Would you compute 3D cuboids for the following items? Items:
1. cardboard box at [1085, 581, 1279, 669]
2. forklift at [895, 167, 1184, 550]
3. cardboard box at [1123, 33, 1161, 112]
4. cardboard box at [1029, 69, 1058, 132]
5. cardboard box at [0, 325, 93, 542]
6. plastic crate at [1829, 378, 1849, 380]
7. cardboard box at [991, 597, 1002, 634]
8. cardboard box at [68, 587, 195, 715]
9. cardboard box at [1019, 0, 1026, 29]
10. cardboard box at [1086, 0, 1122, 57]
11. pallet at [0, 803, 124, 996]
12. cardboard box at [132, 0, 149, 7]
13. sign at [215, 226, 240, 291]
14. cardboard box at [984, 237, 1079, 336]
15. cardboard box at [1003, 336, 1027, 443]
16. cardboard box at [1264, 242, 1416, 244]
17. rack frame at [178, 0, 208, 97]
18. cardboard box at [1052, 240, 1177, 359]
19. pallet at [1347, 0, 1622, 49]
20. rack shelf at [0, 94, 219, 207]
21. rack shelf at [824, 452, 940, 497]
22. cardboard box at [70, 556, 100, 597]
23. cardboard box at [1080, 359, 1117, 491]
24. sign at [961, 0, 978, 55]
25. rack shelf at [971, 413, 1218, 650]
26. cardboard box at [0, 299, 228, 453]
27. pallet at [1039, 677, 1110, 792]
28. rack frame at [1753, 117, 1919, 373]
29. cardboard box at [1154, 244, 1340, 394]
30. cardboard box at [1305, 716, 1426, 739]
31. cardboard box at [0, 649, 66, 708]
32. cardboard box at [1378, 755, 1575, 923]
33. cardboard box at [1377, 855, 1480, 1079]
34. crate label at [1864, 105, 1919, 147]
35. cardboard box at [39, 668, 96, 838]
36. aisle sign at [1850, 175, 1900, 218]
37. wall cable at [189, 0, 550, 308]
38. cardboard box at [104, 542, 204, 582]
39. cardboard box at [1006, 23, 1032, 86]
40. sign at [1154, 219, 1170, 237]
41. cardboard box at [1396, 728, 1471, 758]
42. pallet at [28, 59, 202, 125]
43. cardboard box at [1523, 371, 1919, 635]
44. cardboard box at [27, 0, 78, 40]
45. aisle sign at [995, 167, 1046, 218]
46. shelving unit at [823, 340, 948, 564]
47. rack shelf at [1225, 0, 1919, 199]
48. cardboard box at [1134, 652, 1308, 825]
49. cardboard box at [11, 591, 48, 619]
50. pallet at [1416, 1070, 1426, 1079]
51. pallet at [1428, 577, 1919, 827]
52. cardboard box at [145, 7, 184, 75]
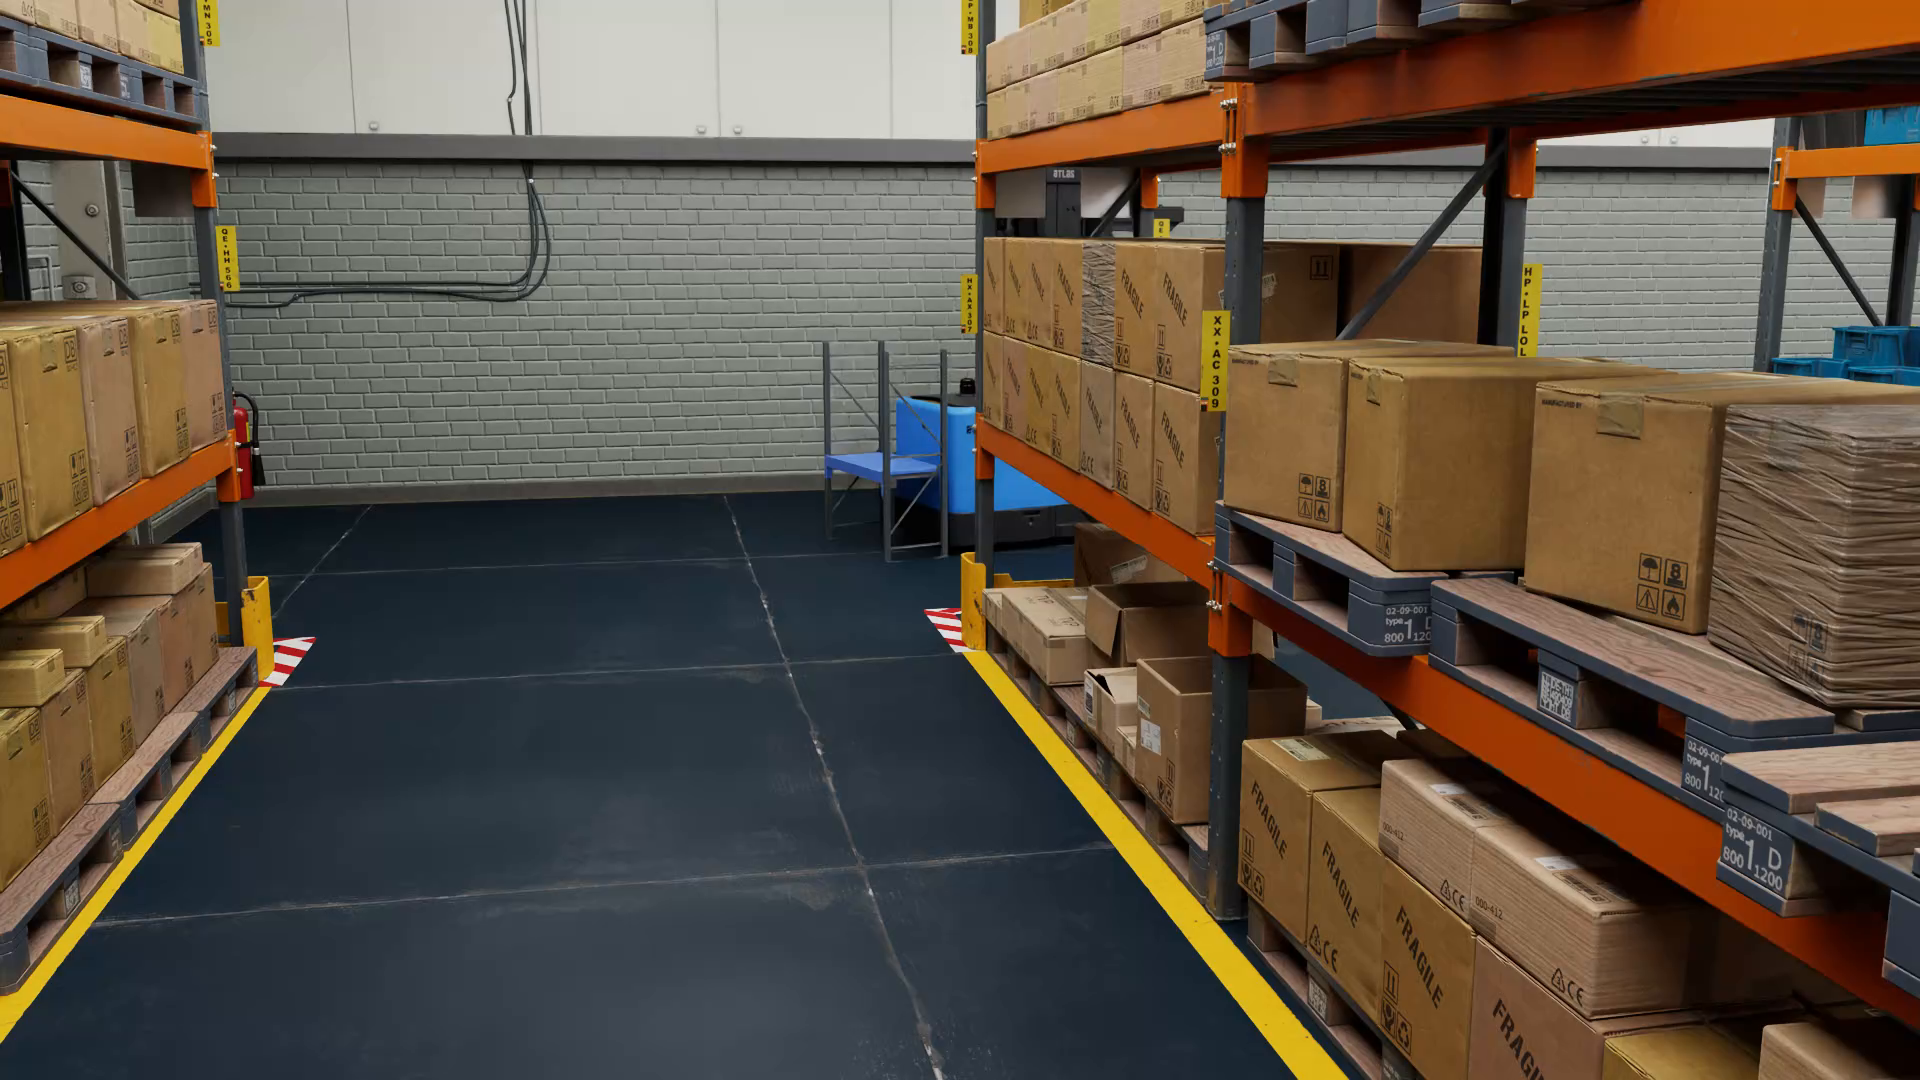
[{"bbox_3d":[0.995,0.487,7.613,0.797,0.503,0.637,-2,11,-11],"label":"cardboard box"},{"bbox_3d":[1.042,-1.534,12.915,3.031,2.935,1.130,-6,12,-27],"label":"forklift"},{"bbox_3d":[0.923,-1.750,6.246,0.500,0.250,0.500,-2,11,-11],"label":"cardboard box"},{"bbox_3d":[0.622,-2.025,7.690,0.500,0.250,0.500,-2,11,-11],"label":"cardboard box"},{"bbox_3d":[-3.719,-0.379,5.863,0.980,0.700,0.700,-2,11,-12],"label":"cardboard box"},{"bbox_3d":[5.154,-0.872,9.802,0.250,0.136,0.298,-2,11,-11],"label":"plastic crate"},{"bbox_3d":[0.381,0.399,8.979,0.380,0.166,0.250,-2,11,-11],"label":"cardboard box"},{"bbox_3d":[-3.939,0.507,7.572,0.700,0.500,0.500,-2,11,-11],"label":"cardboard box"},{"bbox_3d":[0.704,-2.832,8.590,0.700,0.500,0.500,-2,11,-11],"label":"cardboard box"},{"bbox_3d":[0.816,-2.087,6.679,0.500,0.250,0.500,-2,11,-11],"label":"cardboard box"},{"bbox_3d":[-3.564,1.230,5.670,1.003,0.211,1.213,-2,11,-11],"label":"pallet"},{"bbox_3d":[-3.774,-2.538,6.993,0.500,0.500,0.500,-2,11,-9],"label":"cardboard box"},{"bbox_3d":[-3.736,-1.433,8.475,0.100,0.325,0.005,-2,11,-11],"label":"sign"},{"bbox_3d":[0.415,-1.361,8.885,0.500,0.500,0.500,-2,11,-9],"label":"cardboard box"},{"bbox_3d":[0.521,-0.776,8.482,0.500,0.500,0.500,-2,11,-12],"label":"cardboard box"},{"bbox_3d":[1.449,-0.910,6.513,0.500,0.500,0.500,-2,11,-13],"label":"cardboard box"},{"bbox_3d":[-4.271,-3.678,7.955,1.000,3.000,0.127,-2,11,-11],"label":"rack frame"},{"bbox_3d":[0.717,-1.081,7.410,0.500,0.500,0.500,-2,11,-12],"label":"cardboard box"},{"bbox_3d":[1.629,-1.247,3.708,1.213,0.211,1.003,-2,11,-11],"label":"pallet"},{"bbox_3d":[-3.882,-1.484,6.375,1.077,0.370,4.000,-2,11,-11],"label":"rack shelf"},{"bbox_3d":[-0.558,-0.498,12.265,0.538,0.185,1.000,-6,12,-28],"label":"rack shelf"},{"bbox_3d":[-4.157,0.174,7.588,0.380,0.149,0.250,-2,11,-11],"label":"cardboard box"},{"bbox_3d":[0.813,-0.498,7.026,0.500,0.500,0.500,-2,11,-10],"label":"cardboard box"},{"bbox_3d":[0.056,-2.795,9.000,0.100,0.325,0.005,-2,11,-11],"label":"sign"},{"bbox_3d":[0.977,-0.192,7.606,1.077,0.370,4.000,-2,11,-11],"label":"rack shelf"},{"bbox_3d":[-4.162,-0.785,7.998,0.980,0.700,0.700,-2,11,-8],"label":"cardboard box"},{"bbox_3d":[0.992,0.841,7.712,1.003,0.211,1.213,-2,11,-11],"label":"pallet"},{"bbox_3d":[5.447,-1.091,10.408,1.000,3.000,0.127,-2,11,-11],"label":"rack frame"},{"bbox_3d":[1.014,-0.802,5.946,0.500,0.500,0.500,-2,11,-11],"label":"cardboard box"},{"bbox_3d":[1.496,0.842,6.267,0.500,0.311,0.500,-2,11,-11],"label":"cardboard box"},{"bbox_3d":[-3.425,0.495,5.900,0.380,0.149,0.250,-2,11,-9],"label":"cardboard box"},{"bbox_3d":[1.415,0.746,4.257,0.500,0.250,0.500,-2,11,-11],"label":"cardboard box"},{"bbox_3d":[1.425,1.120,4.296,0.500,0.500,0.500,-2,11,-10],"label":"cardboard box"},{"bbox_3d":[5.310,-2.311,9.191,0.408,0.251,0.502,-2,11,-11],"label":"crate label"},{"bbox_3d":[-3.632,0.791,6.081,0.700,0.500,0.500,-2,11,-12],"label":"cardboard box"},{"bbox_3d":[5.721,-2.392,10.291,0.394,0.787,0.004,-2,11,-11],"label":"aisle sign"},{"bbox_3d":[-5.020,-3.203,13.763,3.097,2.526,0.112,-2,11,-11],"label":"wall cable"},{"bbox_3d":[-3.833,0.114,7.905,0.380,0.149,0.250,-2,11,-12],"label":"cardboard box"},{"bbox_3d":[0.523,-2.362,8.124,0.500,0.250,0.500,-2,11,-11],"label":"cardboard box"},{"bbox_3d":[1.136,-1.653,9.415,0.100,0.325,0.005,-2,11,-11],"label":"sign"},{"bbox_3d":[1.743,0.914,5.383,0.500,0.500,0.500,-2,11,-11],"label":"cardboard box"},{"bbox_3d":[-4.116,-2.025,7.531,1.003,0.211,1.213,-2,11,-11],"label":"pallet"},{"bbox_3d":[1.770,-0.112,3.872,0.700,0.500,0.500,-5,12,-25],"label":"cardboard box"},{"bbox_3d":[-3.560,-1.977,6.049,0.500,0.250,0.500,-2,11,-13],"label":"cardboard box"},{"bbox_3d":[0.286,-2.191,9.232,0.394,0.787,0.004,-2,11,-11],"label":"aisle sign"},{"bbox_3d":[-0.558,-0.675,12.231,0.538,1.500,1.048,-6,12,-28],"label":"shelving unit"},{"bbox_3d":[1.755,-0.932,3.471,1.077,0.370,4.000,-2,11,-11],"label":"rack shelf"},{"bbox_3d":[0.977,0.739,6.299,0.500,0.500,0.500,-2,11,-11],"label":"cardboard box"},{"bbox_3d":[-4.008,0.313,6.855,0.380,0.149,0.250,-2,11,-10],"label":"cardboard box"},{"bbox_3d":[1.802,1.564,3.917,1.003,0.211,1.213,-2,11,-11],"label":"pallet"},{"bbox_3d":[1.761,0.293,3.648,1.003,0.211,1.213,-2,11,-11],"label":"pallet"},{"bbox_3d":[-3.868,-2.262,7.546,0.500,0.250,0.500,-2,11,-9],"label":"cardboard box"}]
